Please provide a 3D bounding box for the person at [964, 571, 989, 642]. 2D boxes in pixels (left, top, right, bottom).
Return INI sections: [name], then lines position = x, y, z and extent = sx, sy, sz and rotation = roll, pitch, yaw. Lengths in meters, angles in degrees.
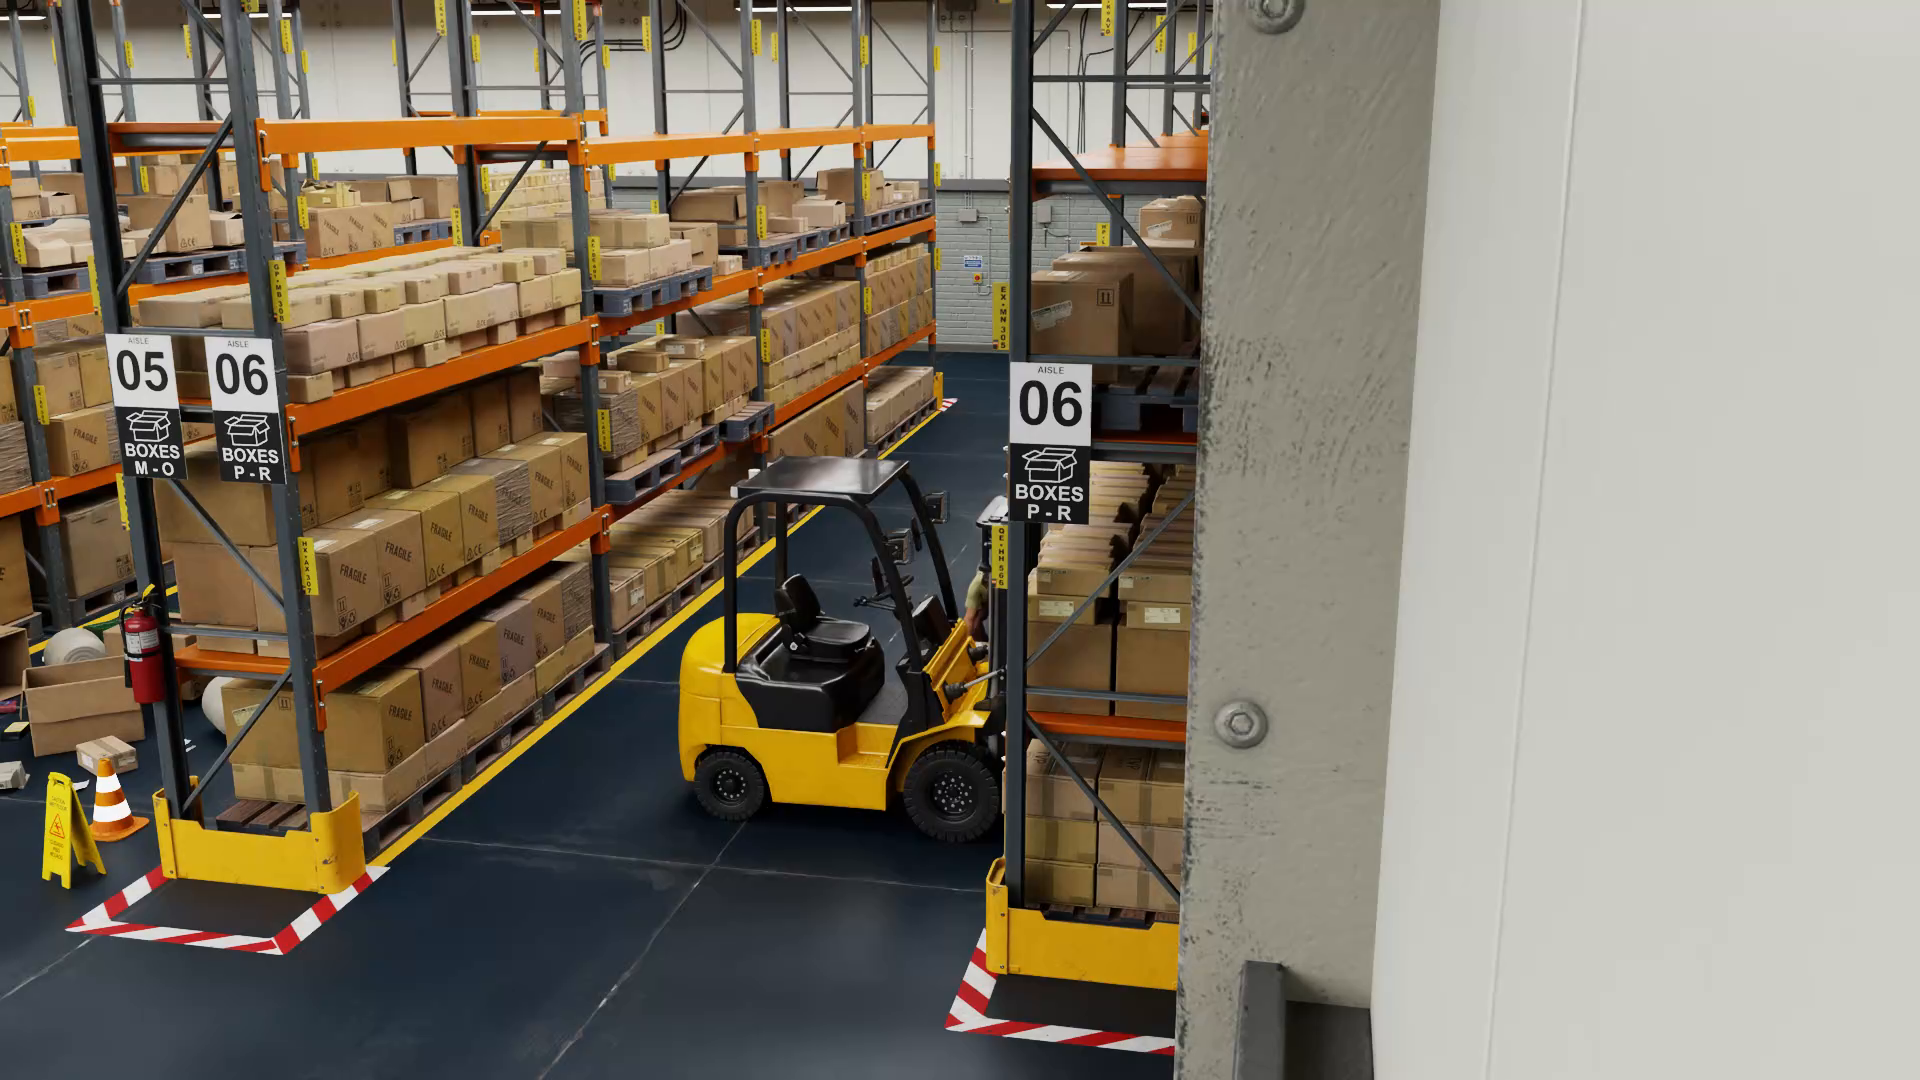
[person]
position = 0.291, 0.574, 13.382
extent = 0.480, 0.890, 0.799
rotation = 3, 15, 11
